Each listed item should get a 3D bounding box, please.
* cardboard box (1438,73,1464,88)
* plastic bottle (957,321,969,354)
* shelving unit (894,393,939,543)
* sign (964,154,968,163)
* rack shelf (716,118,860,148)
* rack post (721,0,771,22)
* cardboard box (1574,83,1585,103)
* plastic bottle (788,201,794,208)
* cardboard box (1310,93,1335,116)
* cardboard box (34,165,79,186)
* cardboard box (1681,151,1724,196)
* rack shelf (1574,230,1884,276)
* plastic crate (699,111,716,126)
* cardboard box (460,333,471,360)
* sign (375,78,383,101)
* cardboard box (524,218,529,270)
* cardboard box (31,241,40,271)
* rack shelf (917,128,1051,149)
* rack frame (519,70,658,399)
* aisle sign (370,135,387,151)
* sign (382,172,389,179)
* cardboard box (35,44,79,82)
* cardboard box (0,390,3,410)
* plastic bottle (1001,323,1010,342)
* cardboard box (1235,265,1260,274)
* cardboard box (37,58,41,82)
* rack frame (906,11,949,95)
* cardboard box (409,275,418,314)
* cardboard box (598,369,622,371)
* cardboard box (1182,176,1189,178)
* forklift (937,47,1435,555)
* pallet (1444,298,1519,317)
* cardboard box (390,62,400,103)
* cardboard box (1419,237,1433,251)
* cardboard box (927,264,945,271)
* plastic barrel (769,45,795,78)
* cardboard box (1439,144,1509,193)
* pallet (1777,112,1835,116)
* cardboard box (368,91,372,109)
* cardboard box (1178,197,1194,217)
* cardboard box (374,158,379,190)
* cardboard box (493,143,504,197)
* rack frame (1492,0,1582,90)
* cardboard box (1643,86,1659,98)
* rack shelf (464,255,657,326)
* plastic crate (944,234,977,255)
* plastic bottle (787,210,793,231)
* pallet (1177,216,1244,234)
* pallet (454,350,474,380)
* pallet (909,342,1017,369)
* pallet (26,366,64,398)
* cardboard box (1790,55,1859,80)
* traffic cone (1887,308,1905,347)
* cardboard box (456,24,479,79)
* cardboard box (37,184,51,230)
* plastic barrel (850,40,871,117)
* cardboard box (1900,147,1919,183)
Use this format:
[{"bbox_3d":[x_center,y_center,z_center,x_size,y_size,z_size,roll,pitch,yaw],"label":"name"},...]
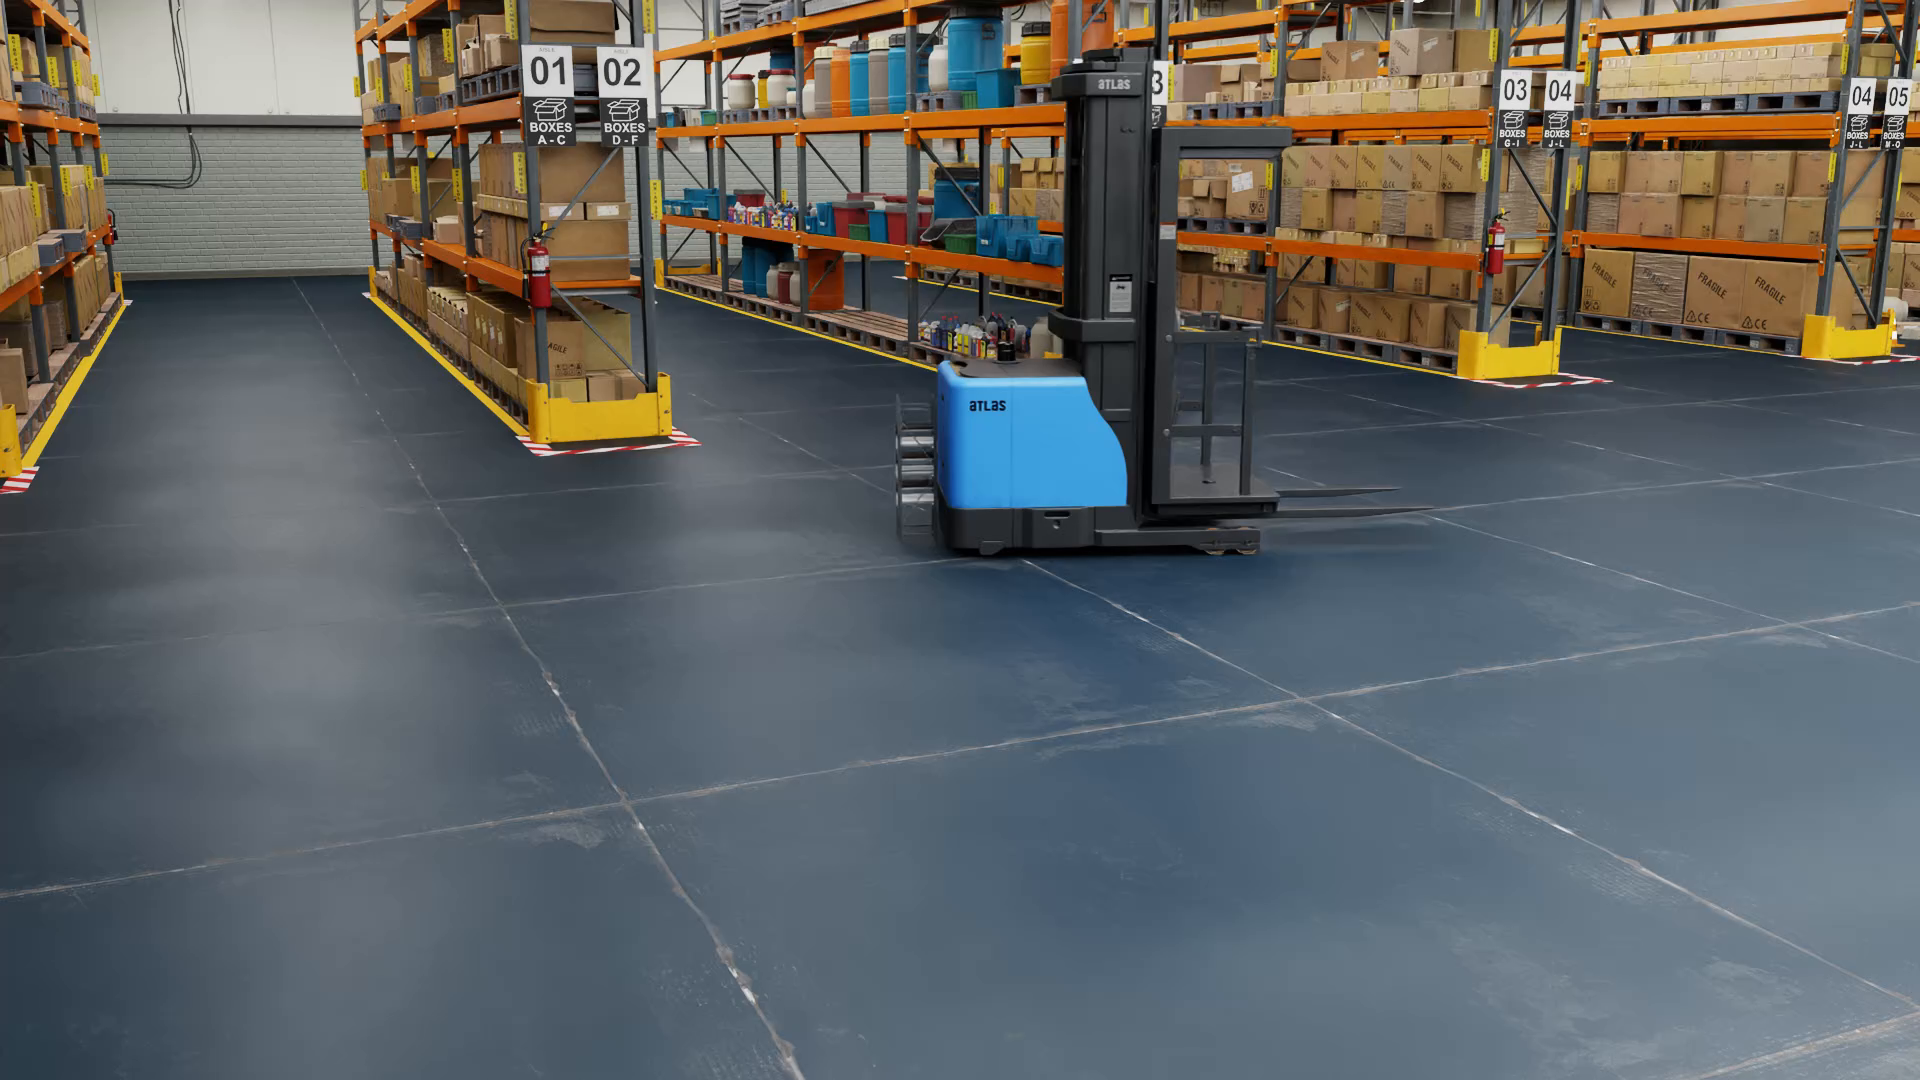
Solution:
[{"bbox_3d":[5.404,-4.969,17.984,0.380,0.149,0.250,-6,14,-25],"label":"cardboard box"},{"bbox_3d":[0.056,-2.218,18.201,0.144,0.351,0.185,-6,14,-23],"label":"plastic bottle"},{"bbox_3d":[-0.270,-0.444,10.289,0.258,0.900,0.210,-1,13,-5],"label":"shelving unit"},{"bbox_3d":[0.101,-7.278,32.069,0.100,0.325,0.005,-6,14,-23],"label":"sign"},{"bbox_3d":[-2.536,-5.976,24.481,1.077,0.370,4.000,-6,14,-23],"label":"rack shelf"},{"bbox_3d":[-3.029,-7.987,25.091,0.937,0.300,0.954,-6,14,-24],"label":"rack post"},{"bbox_3d":[8.561,-6.273,23.349,0.500,0.250,0.500,-5,14,-22],"label":"cardboard box"},{"bbox_3d":[-2.595,-5.056,25.671,0.144,0.351,0.185,-6,14,-23],"label":"plastic bottle"},{"bbox_3d":[4.568,-5.236,20.022,0.500,0.250,0.500,-6,14,-23],"label":"cardboard box"},{"bbox_3d":[-11.593,-4.667,21.293,0.500,0.250,0.500,-5,14,-22],"label":"cardboard box"},{"bbox_3d":[9.744,-4.684,21.228,0.875,0.550,0.500,-6,14,-23],"label":"cardboard box"},{"bbox_3d":[9.792,-3.736,21.456,1.077,0.370,4.000,-6,14,-23],"label":"rack shelf"},{"bbox_3d":[-3.994,-6.817,26.892,0.416,0.233,0.300,-6,14,-23],"label":"plastic crate"},{"bbox_3d":[-5.104,-2.103,17.972,0.500,0.250,0.500,-6,14,-24],"label":"cardboard box"},{"bbox_3d":[-8.371,-6.494,23.979,0.100,0.325,0.005,-6,14,-23],"label":"sign"},{"bbox_3d":[-3.460,-2.607,14.759,0.700,0.500,0.500,-5,14,-22],"label":"cardboard box"},{"bbox_3d":[-8.743,-2.597,15.226,0.500,0.250,0.500,-6,14,-23],"label":"cardboard box"},{"bbox_3d":[0.400,-7.250,29.985,1.077,0.370,4.000,-6,14,-23],"label":"rack shelf"},{"bbox_3d":[-3.070,-2.352,13.882,1.000,3.000,0.127,-6,14,-23],"label":"rack frame"},{"bbox_3d":[-9.776,-6.912,27.818,0.394,0.787,0.004,-6,14,-23],"label":"aisle sign"},{"bbox_3d":[-8.371,-5.203,24.278,0.100,0.325,0.005,-6,14,-23],"label":"sign"},{"bbox_3d":[-12.443,-6.563,22.939,0.500,0.500,0.500,-6,14,-23],"label":"cardboard box"},{"bbox_3d":[-8.031,-1.078,13.360,0.500,0.311,0.500,-4,14,-18],"label":"cardboard box"},{"bbox_3d":[0.512,-2.289,18.654,0.061,0.283,0.133,-6,14,-23],"label":"plastic bottle"},{"bbox_3d":[5.317,-5.019,30.793,0.380,0.149,0.250,-5,14,-22],"label":"cardboard box"},{"bbox_3d":[-11.739,-5.698,20.486,0.700,0.500,0.500,-6,14,-23],"label":"cardboard box"},{"bbox_3d":[-0.133,-6.548,18.706,1.000,3.000,0.127,-6,14,-23],"label":"rack frame"},{"bbox_3d":[-7.288,-3.389,22.927,0.500,0.500,0.500,-6,14,-25],"label":"cardboard box"},{"bbox_3d":[-3.285,-1.451,15.155,0.500,0.250,0.500,-6,14,-23],"label":"cardboard box"},{"bbox_3d":[4.533,-6.845,32.409,0.500,0.500,0.500,-5,14,-22],"label":"cardboard box"},{"bbox_3d":[1.393,-1.454,10.151,3.031,2.935,1.130,-1,13,-5],"label":"forklift"},{"bbox_3d":[8.120,-3.547,25.225,1.003,0.211,1.213,-6,14,-23],"label":"pallet"},{"bbox_3d":[-7.743,-6.484,23.707,0.600,0.600,0.600,-7,15,-28],"label":"cardboard box"},{"bbox_3d":[5.372,-3.316,18.602,0.380,0.149,0.250,-6,14,-23],"label":"cardboard box"},{"bbox_3d":[-0.072,-5.597,31.679,0.875,0.875,0.875,-6,14,-23],"label":"cardboard box"},{"bbox_3d":[-2.513,-6.850,24.618,0.600,0.901,0.708,-6,14,-23],"label":"plastic barrel"},{"bbox_3d":[5.561,-4.019,17.981,0.500,0.500,0.500,-6,14,-23],"label":"cardboard box"},{"bbox_3d":[13.336,-6.475,25.458,1.213,0.211,1.003,-6,14,-23],"label":"pallet"},{"bbox_3d":[-8.916,-6.850,25.886,0.500,0.250,0.500,-6,14,-23],"label":"cardboard box"},{"bbox_3d":[3.264,-4.664,23.270,0.500,0.250,0.500,-6,14,-25],"label":"cardboard box"},{"bbox_3d":[-8.927,-5.762,26.176,0.500,0.500,0.500,-6,14,-23],"label":"cardboard box"},{"bbox_3d":[-4.086,-3.561,16.003,0.700,0.500,0.500,-6,14,-23],"label":"cardboard box"},{"bbox_3d":[6.008,-6.169,17.068,1.000,3.000,0.127,-6,14,-23],"label":"rack frame"},{"bbox_3d":[9.129,-5.830,21.657,0.380,0.149,0.250,-6,14,-24],"label":"cardboard box"},{"bbox_3d":[-3.872,-2.415,15.748,1.077,0.370,4.000,-6,14,-23],"label":"rack shelf"},{"bbox_3d":[0.152,-3.216,18.084,0.450,0.188,0.662,-6,14,-23],"label":"plastic crate"},{"bbox_3d":[-2.380,-4.488,23.367,0.061,0.283,0.133,-6,14,-23],"label":"plastic bottle"},{"bbox_3d":[3.634,-4.401,23.156,1.003,0.211,1.213,-6,14,-23],"label":"pallet"},{"bbox_3d":[-5.004,-1.969,18.409,1.003,0.211,1.213,-6,14,-23],"label":"pallet"},{"bbox_3d":[0.098,-2.124,19.081,1.003,0.211,1.213,-6,14,-23],"label":"pallet"},{"bbox_3d":[-9.523,-1.533,16.525,1.003,0.211,1.213,-6,14,-23],"label":"pallet"},{"bbox_3d":[10.141,-5.536,19.504,0.500,0.250,0.500,-5,14,-22],"label":"cardboard box"},{"bbox_3d":[11.681,-2.676,20.904,0.336,0.463,0.334,-6,14,-23],"label":"traffic cone"},{"bbox_3d":[-4.713,-4.834,16.487,0.500,0.500,0.500,-4,14,-18],"label":"cardboard box"},{"bbox_3d":[-10.615,-3.724,18.610,0.700,0.500,0.500,-8,15,-30],"label":"cardboard box"},{"bbox_3d":[-1.059,-5.687,20.524,0.600,0.901,0.708,-6,14,-23],"label":"plastic barrel"},{"bbox_3d":[13.824,-5.325,23.624,0.700,0.500,0.500,-6,14,-24],"label":"cardboard box"}]
